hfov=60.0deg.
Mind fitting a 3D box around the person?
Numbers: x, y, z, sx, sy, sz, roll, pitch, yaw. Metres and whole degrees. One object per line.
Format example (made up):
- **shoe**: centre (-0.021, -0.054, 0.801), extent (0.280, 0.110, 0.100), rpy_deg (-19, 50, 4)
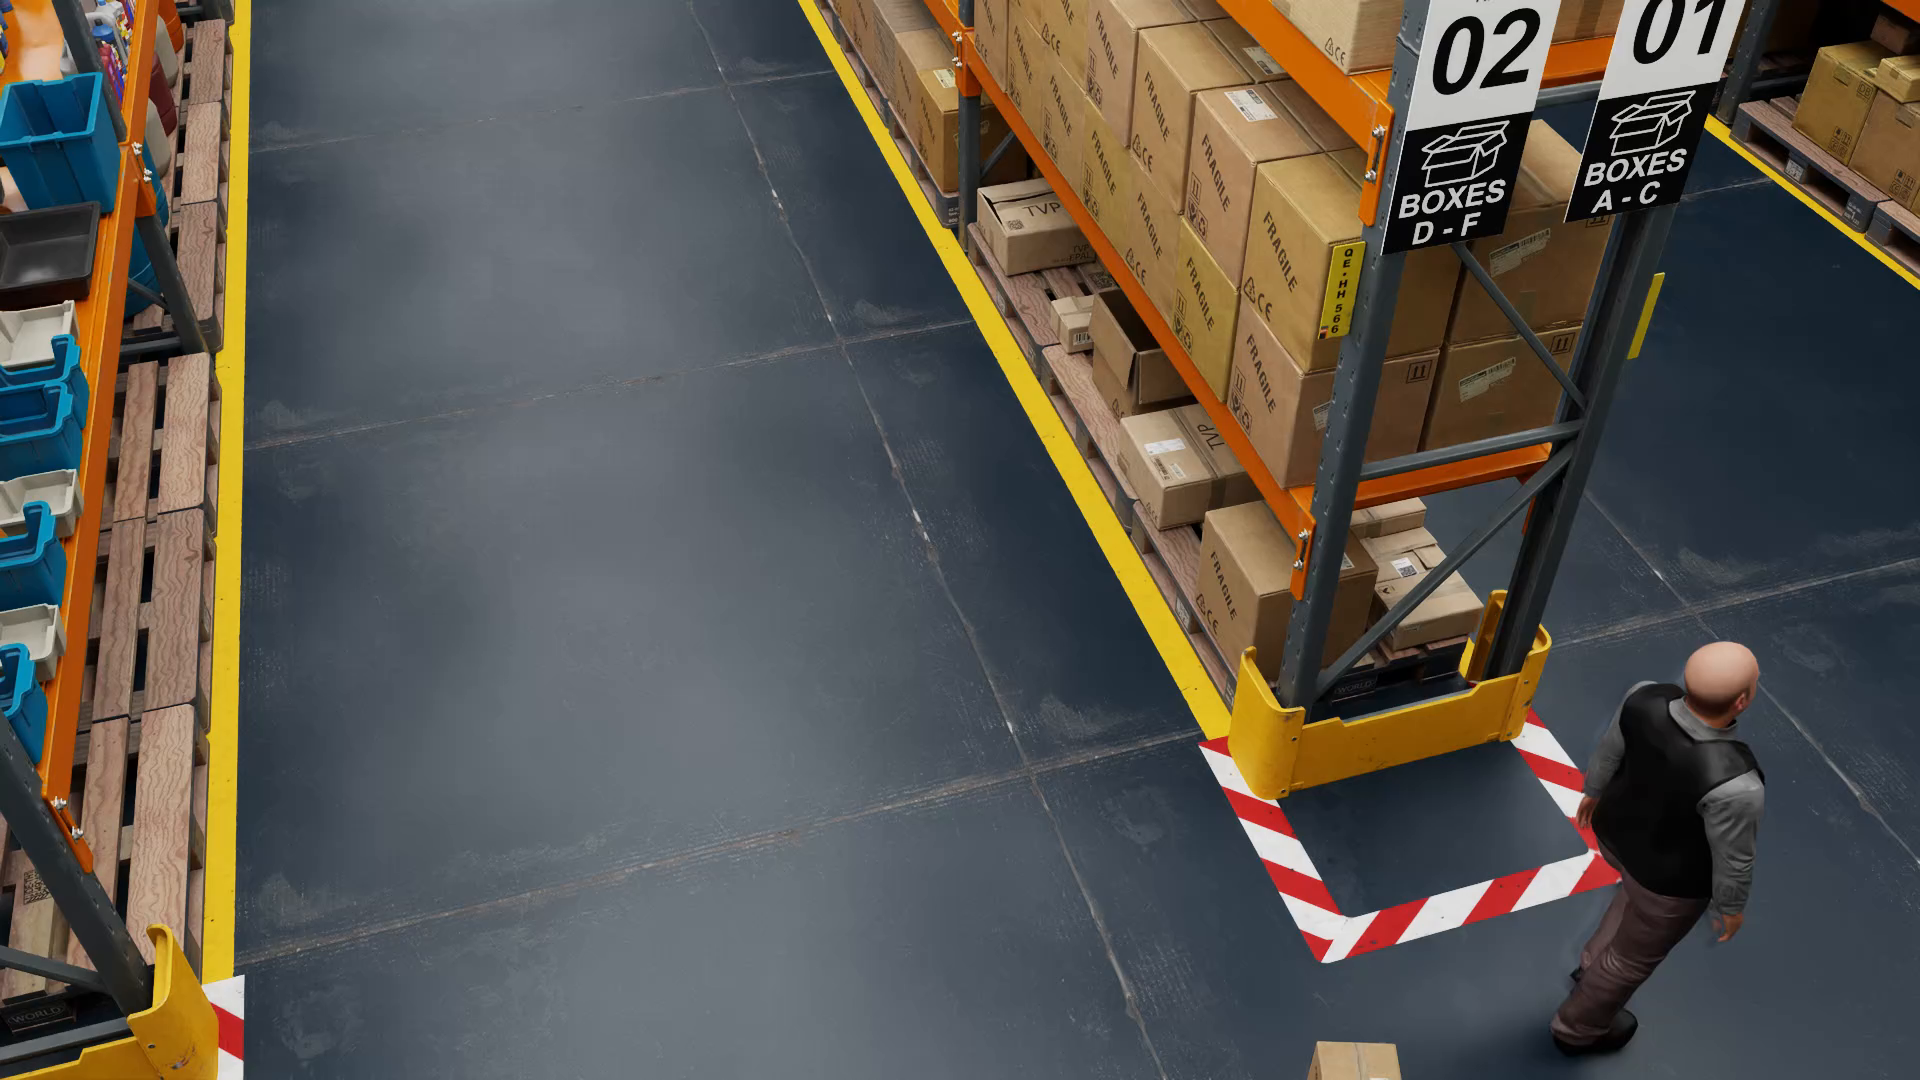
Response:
- **person**: centre (2.176, 0.957, 5.100), extent (0.524, 1.731, 0.585), rpy_deg (-13, 44, -14)
